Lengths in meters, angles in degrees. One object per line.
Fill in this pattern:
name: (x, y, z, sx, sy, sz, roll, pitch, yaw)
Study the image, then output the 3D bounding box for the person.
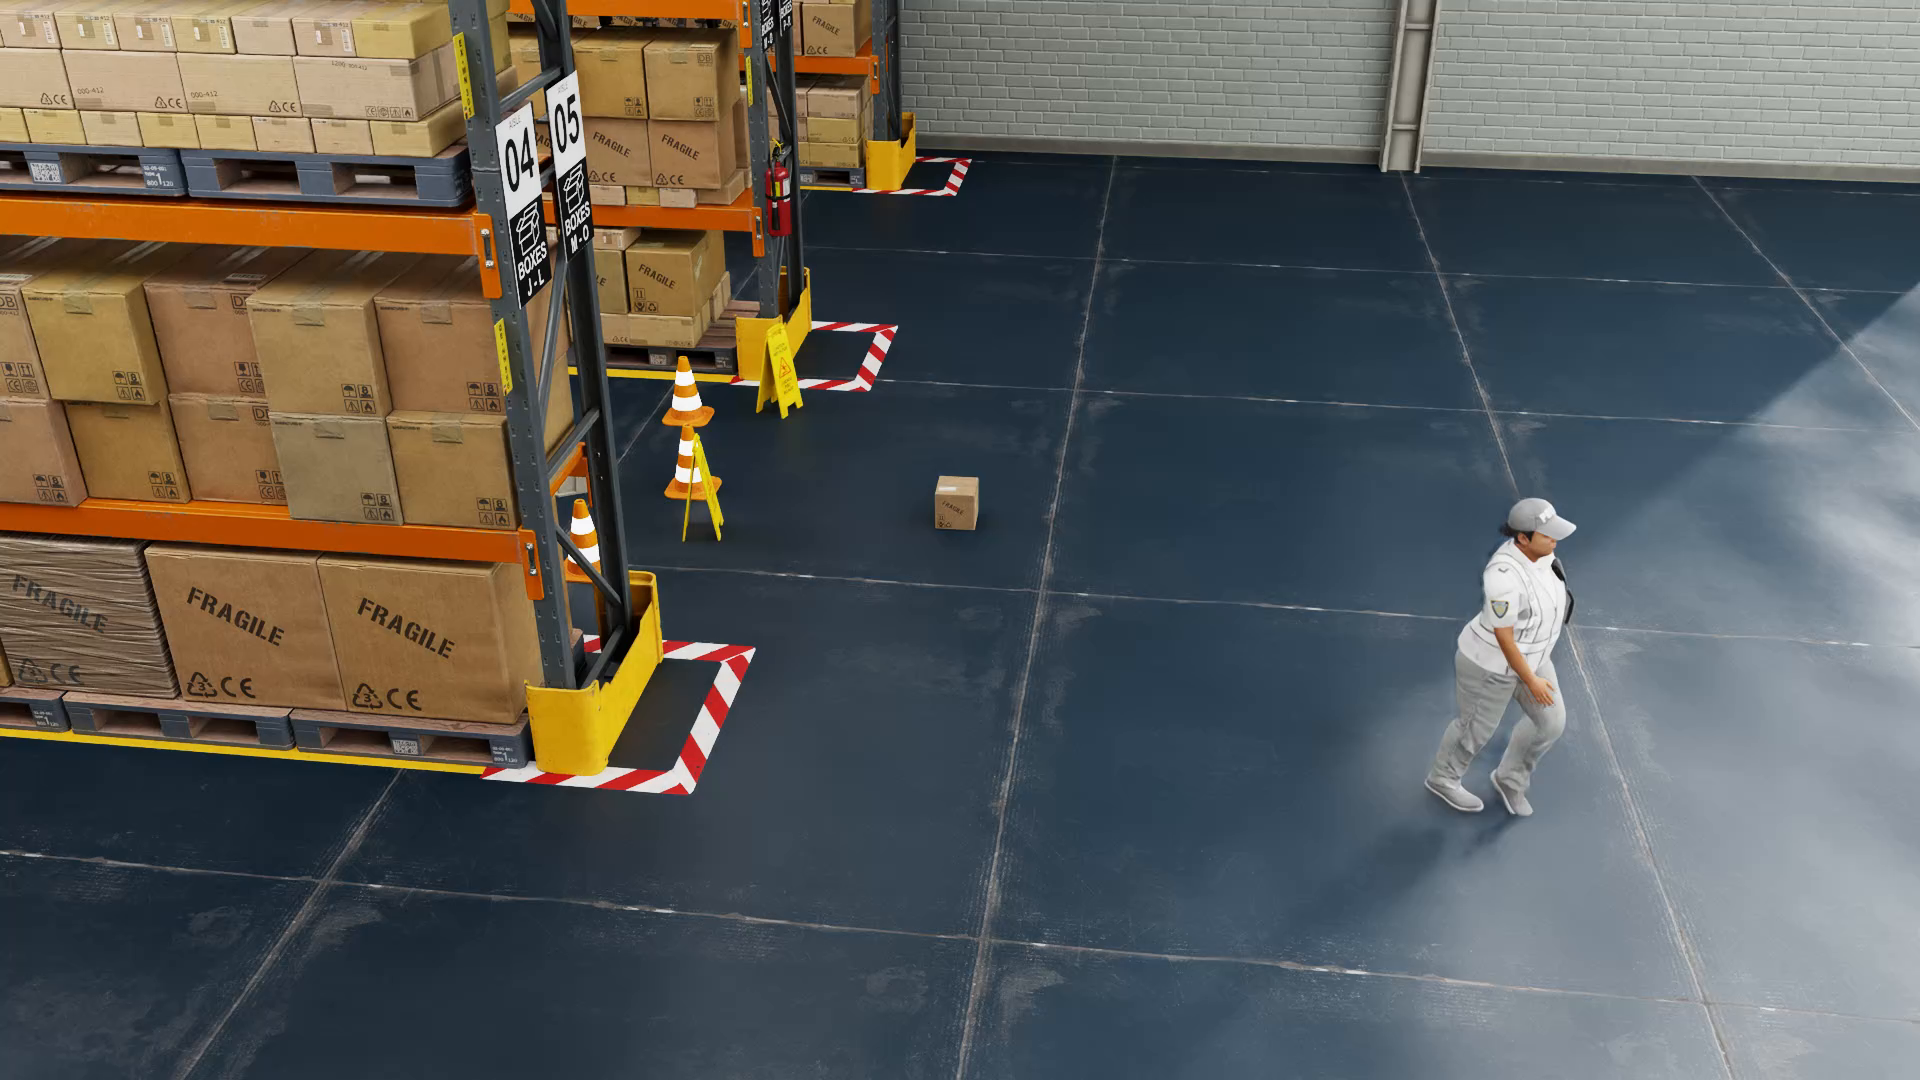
person: (2.505, 0.583, 7.592, 0.479, 1.731, 0.547, -24, 37, -37)
